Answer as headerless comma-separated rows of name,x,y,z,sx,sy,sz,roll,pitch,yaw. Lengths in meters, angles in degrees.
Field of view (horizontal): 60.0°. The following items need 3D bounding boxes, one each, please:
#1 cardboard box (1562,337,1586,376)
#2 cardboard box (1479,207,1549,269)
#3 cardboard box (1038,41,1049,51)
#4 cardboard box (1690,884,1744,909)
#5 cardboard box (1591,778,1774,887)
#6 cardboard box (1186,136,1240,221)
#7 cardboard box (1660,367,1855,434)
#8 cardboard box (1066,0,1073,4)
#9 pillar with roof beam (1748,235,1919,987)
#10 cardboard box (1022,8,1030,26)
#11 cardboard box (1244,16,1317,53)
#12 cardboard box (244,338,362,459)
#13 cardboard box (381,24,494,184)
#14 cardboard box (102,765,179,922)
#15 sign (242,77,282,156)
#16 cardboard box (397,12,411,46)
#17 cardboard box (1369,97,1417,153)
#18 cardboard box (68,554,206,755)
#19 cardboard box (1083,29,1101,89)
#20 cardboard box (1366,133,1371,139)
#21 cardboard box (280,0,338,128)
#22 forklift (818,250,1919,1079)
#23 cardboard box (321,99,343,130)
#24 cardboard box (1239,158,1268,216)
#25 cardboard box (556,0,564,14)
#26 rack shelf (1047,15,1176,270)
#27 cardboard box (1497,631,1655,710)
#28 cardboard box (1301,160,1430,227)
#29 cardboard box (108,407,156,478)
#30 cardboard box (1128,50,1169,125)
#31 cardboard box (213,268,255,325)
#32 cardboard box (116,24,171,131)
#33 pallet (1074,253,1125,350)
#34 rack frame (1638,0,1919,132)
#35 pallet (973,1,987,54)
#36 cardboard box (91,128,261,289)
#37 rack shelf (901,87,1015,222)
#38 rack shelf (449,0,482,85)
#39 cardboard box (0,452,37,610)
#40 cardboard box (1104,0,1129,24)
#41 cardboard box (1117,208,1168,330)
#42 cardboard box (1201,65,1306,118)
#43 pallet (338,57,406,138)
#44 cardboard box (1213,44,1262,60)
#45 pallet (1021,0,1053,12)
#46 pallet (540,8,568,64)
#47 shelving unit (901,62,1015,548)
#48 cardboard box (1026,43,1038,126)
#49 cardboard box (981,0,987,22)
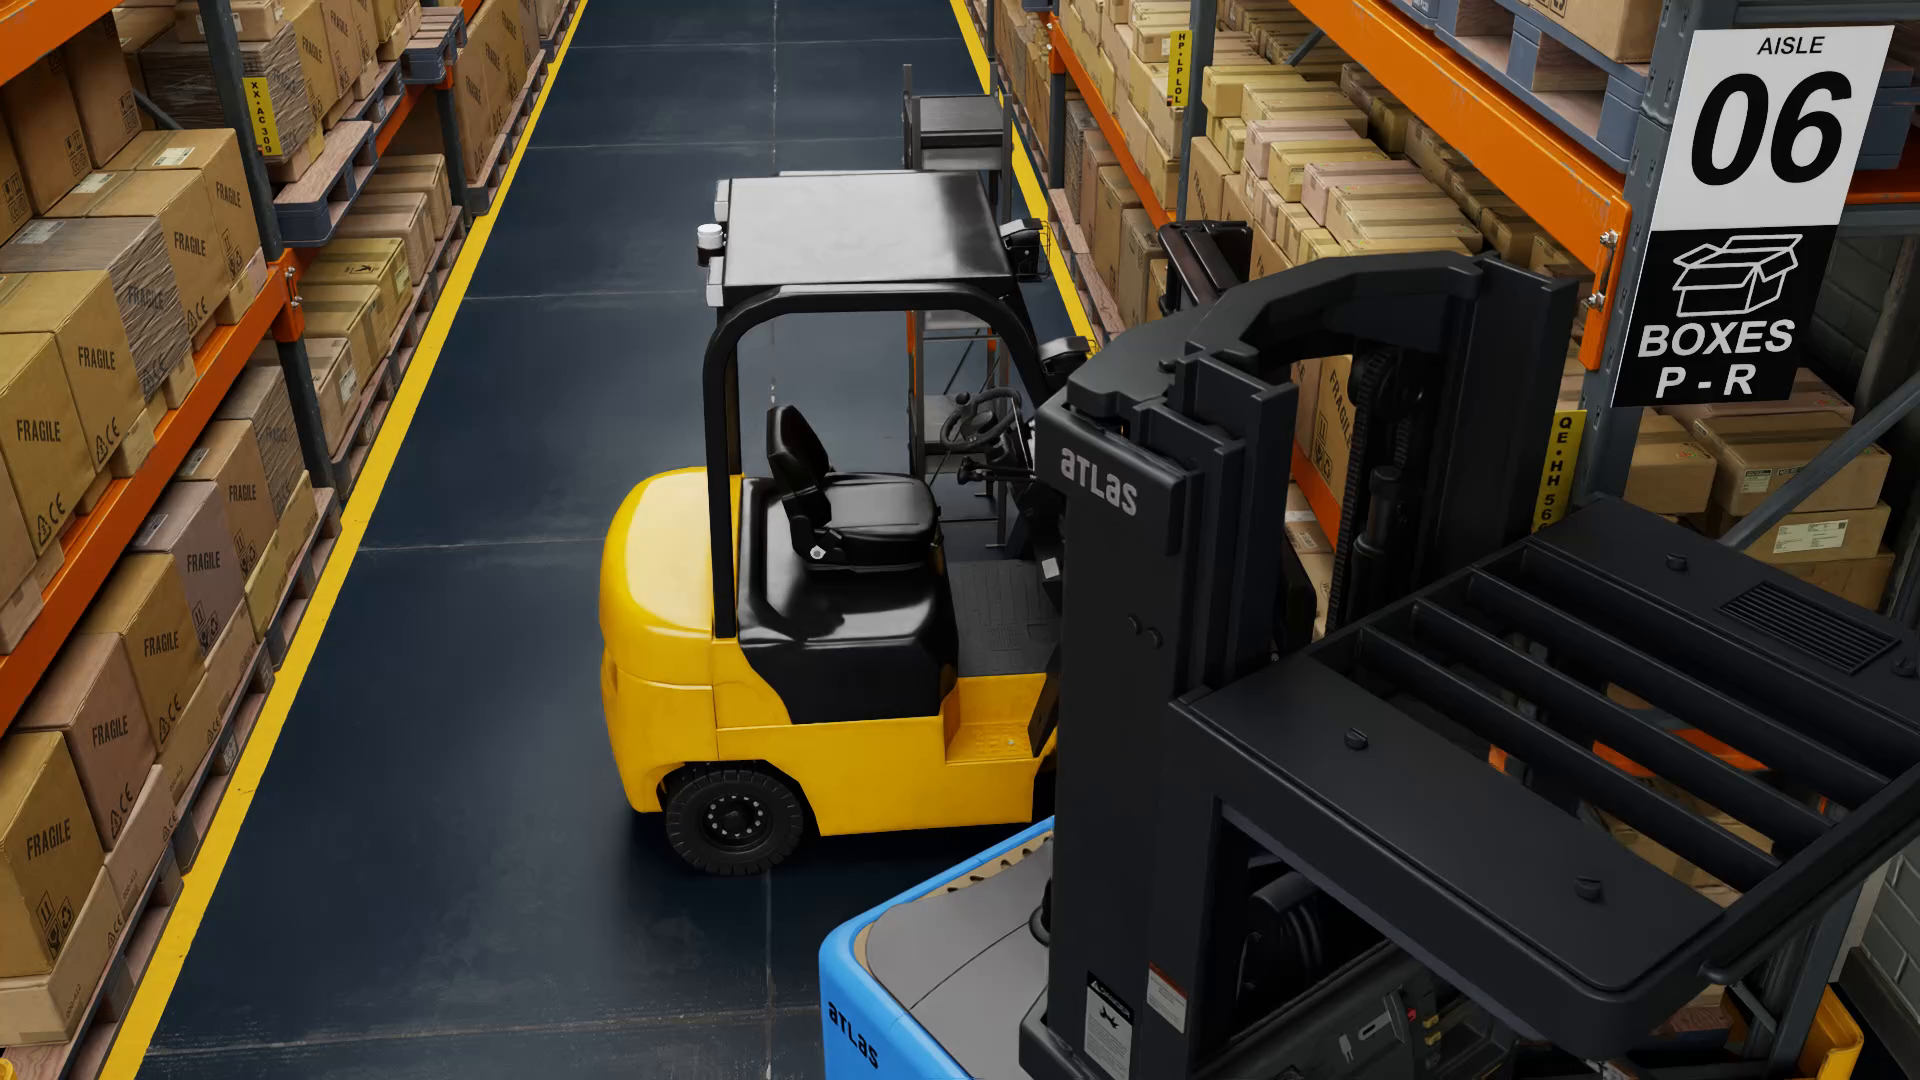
cardboard box,1.515,-0.439,4.540,0.380,0.149,0.250,-2,31,-3
cardboard box,1.929,-0.982,5.449,0.380,0.149,0.250,-3,31,-4
cardboard box,0.781,-3.545,12.155,0.380,0.149,0.250,-4,31,-6
cardboard box,2.026,0.975,4.977,0.500,0.250,0.500,-2,31,-4
cardboard box,2.007,0.756,4.856,0.500,0.250,0.500,-3,31,-5
cardboard box,1.271,-1.406,7.082,0.500,0.500,0.500,-4,31,-6
cardboard box,2.082,-0.330,4.357,0.380,0.149,0.250,-2,31,-3
cardboard box,0.889,-3.556,10.436,0.500,0.250,0.500,-3,31,-5
pillar with roof beam,-1.591,-2.328,2.873,9.100,9.000,0.400,-3,31,-5
cardboard box,0.695,-4.213,13.274,0.380,0.149,0.250,-2,31,-3
cardboard box,1.630,-2.510,8.297,0.380,0.149,0.250,-3,31,-5
cardboard box,-3.503,-0.683,8.121,0.950,0.372,0.625,-2,31,-4
cardboard box,-3.808,-3.030,11.560,0.875,0.875,0.875,-3,31,-5
cardboard box,-2.918,0.993,5.433,0.500,0.250,0.500,-2,31,-3
sign,-2.912,-1.764,6.935,0.100,0.325,0.005,-3,31,-5
cardboard box,-3.380,-2.933,9.570,0.380,0.149,0.250,-4,31,-7
cardboard box,1.841,-1.639,6.548,0.380,0.149,0.250,-3,31,-5
cardboard box,-2.973,0.397,5.701,0.500,0.500,0.500,-2,31,-4
cardboard box,1.011,-2.822,9.696,0.500,0.250,0.500,-4,31,-6
cardboard box,1.833,-1.646,6.850,0.380,0.149,0.250,-4,31,-6
cardboard box,-3.258,-2.223,7.749,0.500,0.500,0.500,-3,31,-4
forklift,0.928,1.081,3.083,1.130,2.935,3.031,-21,37,-31
cardboard box,-3.289,-2.135,8.234,0.380,0.149,0.250,-2,31,-4
cardboard box,1.285,-1.355,6.364,0.380,0.149,0.250,-2,31,-3
cardboard box,-4.236,-5.310,15.804,0.875,0.438,0.875,-4,31,-6
rack shelf,1.303,-2.315,9.402,1.077,0.370,4.000,-3,31,-5
cardboard box,1.556,0.158,4.463,0.500,0.500,0.500,-3,31,-6
cardboard box,1.423,-1.221,5.849,0.380,0.149,0.250,-3,31,-5
cardboard box,-2.966,-0.325,5.614,0.380,0.149,0.250,-2,31,-4
cardboard box,1.134,-2.254,8.256,0.500,0.250,0.500,-4,31,-6
cardboard box,-3.088,-0.978,6.708,0.380,0.149,0.250,-2,31,-3
cardboard box,-3.724,-1.939,7.273,0.500,0.500,0.500,-3,31,-6
pallet,1.265,-1.404,9.895,1.003,0.211,1.213,-3,31,-5
rack frame,1.863,-2.136,2.550,1.000,3.000,0.127,-3,31,-5
pallet,0.679,-4.840,15.648,1.003,0.211,1.213,-3,31,-5
cardboard box,-3.163,-1.319,6.645,0.500,0.500,0.500,-4,31,-6
rack shelf,-0.015,-1.575,7.001,0.431,0.518,0.480,-3,31,-5
rack shelf,-4.013,-4.117,12.420,1.077,0.370,4.000,-3,31,-5
cardboard box,-2.898,-0.011,4.455,0.500,0.500,0.500,-2,31,-3
cardboard box,0.986,-2.870,8.900,0.380,0.149,0.250,-4,31,-6
cardboard box,1.365,-1.426,9.118,0.875,0.625,0.625,-3,31,-5
cardboard box,1.224,-1.875,6.943,0.380,0.149,0.250,-2,31,-4
pallet,-3.600,-2.314,8.886,1.003,0.211,1.213,-3,31,-5
cardboard box,1.194,-2.219,7.809,0.380,0.149,0.250,-3,31,-5
pallet,0.983,-3.905,11.550,1.213,0.211,1.003,-3,31,-5
pallet,-4.193,-4.642,15.316,1.003,0.211,1.213,-3,31,-5
shelving unit,-0.015,-0.986,7.353,0.431,2.100,0.503,-3,31,-5
cardboard box,0.774,-3.481,12.680,0.500,0.500,0.500,-1,31,-2
cardboard box,0.398,-4.914,15.422,0.380,0.149,0.250,-4,31,-6
